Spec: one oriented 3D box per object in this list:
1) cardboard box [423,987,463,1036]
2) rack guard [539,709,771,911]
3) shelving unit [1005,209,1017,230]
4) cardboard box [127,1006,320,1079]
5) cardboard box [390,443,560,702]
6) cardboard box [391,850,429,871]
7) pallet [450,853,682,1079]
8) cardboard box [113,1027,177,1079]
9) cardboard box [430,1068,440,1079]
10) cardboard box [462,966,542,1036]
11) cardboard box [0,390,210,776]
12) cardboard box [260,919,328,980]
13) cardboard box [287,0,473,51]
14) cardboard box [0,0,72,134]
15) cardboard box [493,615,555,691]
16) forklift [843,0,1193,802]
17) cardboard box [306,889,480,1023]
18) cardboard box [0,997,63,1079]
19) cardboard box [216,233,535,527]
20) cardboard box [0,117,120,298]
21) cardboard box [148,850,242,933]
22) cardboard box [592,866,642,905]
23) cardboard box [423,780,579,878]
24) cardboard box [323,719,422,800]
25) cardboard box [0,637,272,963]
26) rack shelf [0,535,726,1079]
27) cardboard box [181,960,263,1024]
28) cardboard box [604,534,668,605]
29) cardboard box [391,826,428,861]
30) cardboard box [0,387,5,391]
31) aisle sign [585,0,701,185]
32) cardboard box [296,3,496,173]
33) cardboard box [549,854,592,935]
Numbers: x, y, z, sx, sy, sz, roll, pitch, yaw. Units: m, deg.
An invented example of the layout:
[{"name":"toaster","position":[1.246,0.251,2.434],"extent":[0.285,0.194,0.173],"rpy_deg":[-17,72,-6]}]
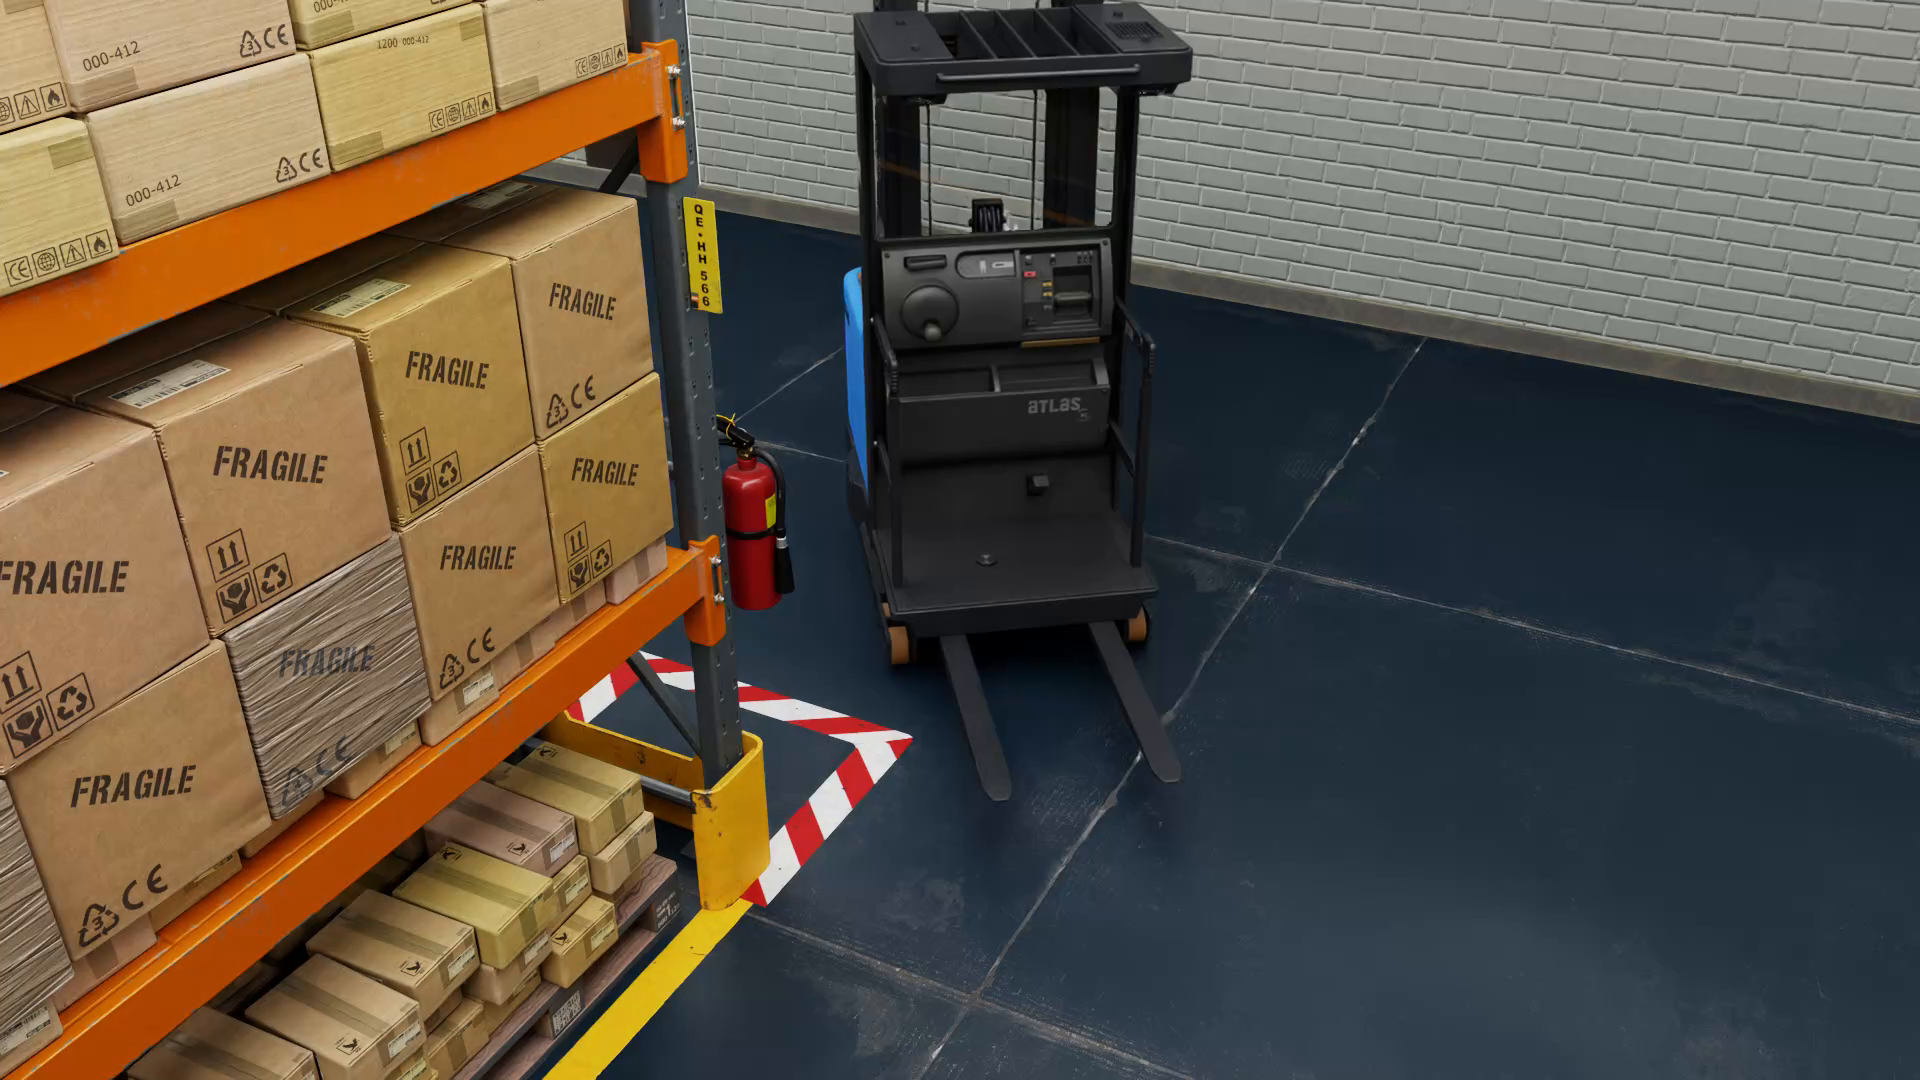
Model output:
[{"name":"cardboard box","position":[-1.637,1.264,4.680],"extent":[0.380,0.149,0.250],"rpy_deg":[14,33,23]},{"name":"rack guard","position":[-1.236,0.831,5.801],"extent":[1.175,0.500,0.348],"rpy_deg":[14,33,23]},{"name":"shelving unit","position":[0.009,-1.026,8.329],"extent":[0.503,1.200,0.258],"rpy_deg":[-5,29,-8]},{"name":"cardboard box","position":[-1.853,1.367,4.201],"extent":[0.380,0.149,0.250],"rpy_deg":[13,32,22]},{"name":"cardboard box","position":[-1.416,0.026,4.294],"extent":[0.500,0.500,0.500],"rpy_deg":[14,33,22]},{"name":"cardboard box","position":[-1.844,0.921,5.277],"extent":[0.380,0.149,0.250],"rpy_deg":[14,33,23]},{"name":"pallet","position":[-1.638,1.308,5.260],"extent":[1.003,0.211,1.213],"rpy_deg":[14,33,23]},{"name":"cardboard box","position":[-2.213,1.407,4.429],"extent":[0.380,0.149,0.250],"rpy_deg":[16,34,26]},{"name":"cardboard box","position":[-1.641,1.522,4.528],"extent":[0.380,0.149,0.250],"rpy_deg":[13,32,21]},{"name":"cardboard box","position":[-1.480,1.283,4.946],"extent":[0.380,0.149,0.250],"rpy_deg":[14,33,23]},{"name":"cardboard box","position":[-1.886,0.059,3.232],"extent":[0.500,0.500,0.500],"rpy_deg":[13,32,22]},{"name":"cardboard box","position":[-2.090,1.139,4.897],"extent":[0.380,0.149,0.250],"rpy_deg":[15,33,25]},{"name":"cardboard box","position":[-1.417,-1.251,3.552],"extent":[0.500,0.250,0.500],"rpy_deg":[13,32,22]},{"name":"cardboard box","position":[-1.893,-0.803,2.773],"extent":[0.500,0.250,0.500],"rpy_deg":[13,32,21]},{"name":"cardboard box","position":[-1.346,0.247,4.560],"extent":[0.380,0.149,0.250],"rpy_deg":[14,33,23]},{"name":"forklift","position":[0.190,-0.948,6.458],"extent":[1.130,2.935,3.031],"rpy_deg":[-5,30,-8]},{"name":"cardboard box","position":[-1.562,1.144,4.590],"extent":[0.380,0.149,0.250],"rpy_deg":[13,32,21]},{"name":"cardboard box","position":[-2.047,0.949,3.337],"extent":[0.380,0.149,0.250],"rpy_deg":[16,33,25]},{"name":"cardboard box","position":[-1.419,-0.409,4.047],"extent":[0.500,0.500,0.500],"rpy_deg":[13,32,22]},{"name":"cardboard box","position":[-1.862,-0.576,2.880],"extent":[0.500,0.250,0.500],"rpy_deg":[16,33,25]},{"name":"cardboard box","position":[-1.870,0.703,3.766],"extent":[0.380,0.149,0.250],"rpy_deg":[15,33,24]},{"name":"cardboard box","position":[-1.256,1.048,5.354],"extent":[0.380,0.149,0.250],"rpy_deg":[15,33,24]},{"name":"cardboard box","position":[-1.383,0.900,5.015],"extent":[0.380,0.149,0.250],"rpy_deg":[15,33,24]},{"name":"cardboard box","position":[-1.588,0.476,4.162],"extent":[0.380,0.149,0.250],"rpy_deg":[13,32,21]},{"name":"cardboard box","position":[-1.875,0.471,3.518],"extent":[0.500,0.500,0.500],"rpy_deg":[16,34,26]},{"name":"rack shelf","position":[-2.113,0.912,3.873],"extent":[1.077,0.370,4.000],"rpy_deg":[14,33,23]},{"name":"cardboard box","position":[-2.164,1.146,4.586],"extent":[0.380,0.149,0.250],"rpy_deg":[16,33,25]},{"name":"cardboard box","position":[-1.098,0.031,4.937],"extent":[0.380,0.149,0.250],"rpy_deg":[14,33,23]},{"name":"cardboard box","position":[-1.761,0.814,5.164],"extent":[0.380,0.149,0.250],"rpy_deg":[15,33,24]},{"name":"cardboard box","position":[-2.123,-0.303,3.863],"extent":[0.500,0.500,0.500],"rpy_deg":[14,33,22]},{"name":"aisle sign","position":[-0.901,-1.379,4.528],"extent":[0.394,0.787,0.004],"rpy_deg":[14,33,23]},{"name":"cardboard box","position":[-1.399,-1.033,3.675],"extent":[0.500,0.250,0.500],"rpy_deg":[14,33,23]},{"name":"cardboard box","position":[-1.355,1.041,5.068],"extent":[0.380,0.149,0.250],"rpy_deg":[14,33,22]}]
